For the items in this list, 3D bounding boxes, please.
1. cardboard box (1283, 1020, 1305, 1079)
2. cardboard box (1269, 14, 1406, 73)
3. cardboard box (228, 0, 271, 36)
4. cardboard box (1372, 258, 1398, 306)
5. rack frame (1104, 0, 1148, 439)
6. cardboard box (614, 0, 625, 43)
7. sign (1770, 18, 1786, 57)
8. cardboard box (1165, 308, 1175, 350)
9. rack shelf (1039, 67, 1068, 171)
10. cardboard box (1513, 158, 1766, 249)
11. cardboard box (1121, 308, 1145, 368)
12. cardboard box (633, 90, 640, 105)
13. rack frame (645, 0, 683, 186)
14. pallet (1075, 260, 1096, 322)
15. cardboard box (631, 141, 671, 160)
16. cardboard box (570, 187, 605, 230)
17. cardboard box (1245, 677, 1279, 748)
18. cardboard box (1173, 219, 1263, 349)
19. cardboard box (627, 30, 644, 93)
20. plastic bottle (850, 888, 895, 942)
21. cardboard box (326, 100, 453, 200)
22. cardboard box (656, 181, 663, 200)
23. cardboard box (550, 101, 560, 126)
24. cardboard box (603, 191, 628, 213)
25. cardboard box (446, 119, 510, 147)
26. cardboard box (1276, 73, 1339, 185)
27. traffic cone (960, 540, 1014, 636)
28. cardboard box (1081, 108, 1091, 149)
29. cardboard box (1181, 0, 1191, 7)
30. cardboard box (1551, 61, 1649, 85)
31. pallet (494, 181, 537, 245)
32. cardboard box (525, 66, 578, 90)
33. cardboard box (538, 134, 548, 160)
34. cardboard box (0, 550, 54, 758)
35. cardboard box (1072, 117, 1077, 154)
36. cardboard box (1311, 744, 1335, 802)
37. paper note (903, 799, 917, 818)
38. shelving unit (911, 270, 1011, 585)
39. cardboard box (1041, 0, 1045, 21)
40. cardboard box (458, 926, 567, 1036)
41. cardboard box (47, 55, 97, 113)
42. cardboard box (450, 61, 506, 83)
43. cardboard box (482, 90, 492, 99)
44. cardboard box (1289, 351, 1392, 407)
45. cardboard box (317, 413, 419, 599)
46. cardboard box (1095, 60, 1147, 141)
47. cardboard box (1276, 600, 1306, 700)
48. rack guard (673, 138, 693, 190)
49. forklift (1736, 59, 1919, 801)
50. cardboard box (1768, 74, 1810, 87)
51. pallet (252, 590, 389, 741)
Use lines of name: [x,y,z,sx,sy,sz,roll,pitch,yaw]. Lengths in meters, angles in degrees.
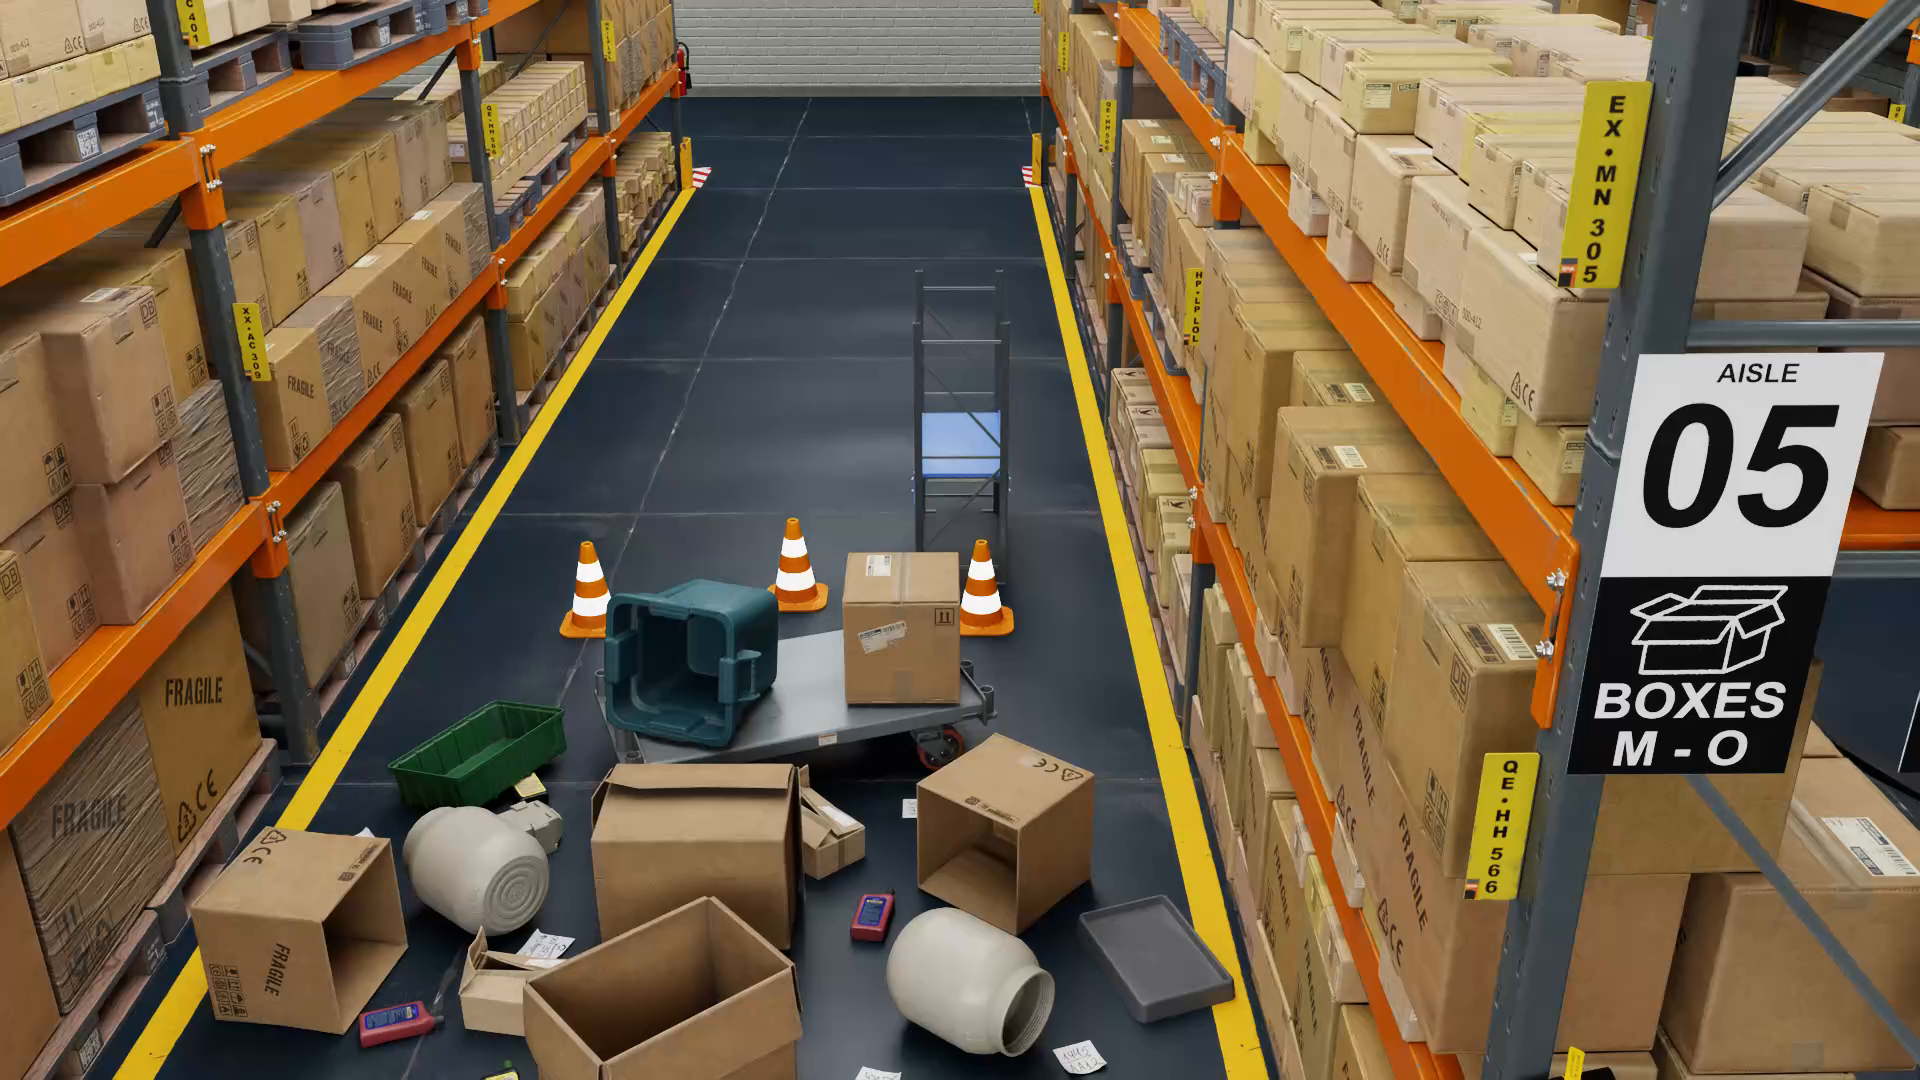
cardboard box: [1.296,1.734,5.102,0.500,0.250,0.500,0,24,0]
cardboard box: [1.207,-1.590,5.323,0.380,0.149,0.250,0,24,-1]
cardboard box: [-3.184,-2.284,7.193,0.250,0.149,0.380,0,24,-1]
cardboard box: [1.302,-0.707,4.339,0.380,0.149,0.250,-1,24,-2]
rack frame: [1.484,-2.078,10.705,1.000,3.000,0.127,0,24,-1]
cardboard box: [-3.290,-4.700,14.806,0.500,0.500,0.500,-1,24,-2]
sign: [6.959,-4.282,14.172,0.100,0.325,0.005,0,24,-1]
cardboard box: [1.216,-1.037,8.199,0.380,0.149,0.250,0,24,0]
rack shelf: [1.419,-4.223,16.320,1.077,0.370,4.000,0,24,-1]
cardboard box: [1.308,-0.642,3.226,0.380,0.149,0.250,0,24,0]
cardboard box: [1.560,-1.586,11.686,0.875,0.875,0.875,0,24,-1]
cardboard box: [-3.247,-4.209,15.720,0.380,0.149,0.250,1,24,2]
rack frame: [-3.552,-5.311,17.852,1.000,3.000,0.127,0,24,-1]
pallet: [1.524,-2.138,14.222,1.003,0.211,1.213,0,24,-1]
cardboard box: [-3.217,-4.047,17.287,0.380,0.149,0.250,-1,24,-2]
cardboard box: [-3.247,-2.751,13.806,0.500,0.250,0.500,-1,24,-2]
cardboard box: [1.219,0.613,5.884,0.380,0.149,0.250,1,24,2]
cardboard box: [1.287,-1.196,7.762,0.500,0.500,0.500,0,24,0]
cardboard box: [-3.244,-4.460,15.490,0.500,0.500,0.500,-1,24,-2]
plastic bottle: [-0.333,1.449,6.472,0.133,0.061,0.283,4,25,9]
cardboard box: [-3.470,-2.330,9.928,0.700,0.500,0.500,0,24,-1]
cardboard box: [-3.235,-3.566,16.944,0.380,0.149,0.250,-1,24,-3]
cardboard box: [-3.294,-3.281,12.799,0.380,0.149,0.250,-1,24,-3]
cardboard box: [-3.248,-3.083,15.154,0.380,0.149,0.250,1,24,2]
cardboard box: [-3.280,-2.765,11.298,0.380,0.149,0.250,0,24,-1]
cardboard box: [1.266,-1.262,5.082,0.500,0.250,0.500,0,24,0]
traffic cone: [0.114,0.221,8.699,0.336,0.463,0.334,0,24,-1]
cardboard box: [1.184,-3.072,12.478,0.500,0.250,0.500,-1,24,-2]
cardboard box: [1.529,-2.864,8.676,0.797,0.503,0.637,0,24,-1]
cardboard box: [1.786,-1.172,4.398,0.380,0.149,0.250,0,24,1]
pallet: [-3.579,-2.220,11.251,1.213,0.211,1.003,0,24,-1]
cardboard box: [-3.305,-3.735,13.442,0.380,0.149,0.250,-1,24,-2]
cardboard box: [-3.285,-2.930,12.384,0.380,0.149,0.250,-1,24,-2]
cardboard box: [-3.382,0.385,5.076,0.875,0.550,0.500,0,24,-1]
cardboard box: [1.189,-3.262,13.505,0.500,0.250,0.500,-1,24,-2]
cardboard box: [1.269,0.653,4.971,0.380,0.149,0.250,-1,24,-1]
paper note: [-0.172,1.149,7.172,0.148,0.019,0.142,0,24,-1]
shelving unit: [0.001,-0.648,9.363,0.538,1.500,1.048,0,24,-1]
cardboard box: [1.117,-5.677,17.327,0.500,0.500,0.500,-1,24,-2]
cardboard box: [-1.560,1.580,5.935,0.396,0.266,0.258,4,25,9]
cardboard box: [-3.090,-1.496,5.452,0.380,0.149,0.250,0,24,0]
cardboard box: [-3.964,-3.846,13.687,0.380,0.149,0.250,1,24,2]
cardboard box: [-3.956,-3.497,13.277,0.380,0.149,0.250,0,24,1]
cardboard box: [1.375,-0.252,4.972,0.700,0.500,0.500,0,24,-1]
cardboard box: [-3.524,-0.185,8.740,1.050,0.750,0.750,0,24,-1]
cardboard box: [1.203,-3.003,11.414,0.500,0.500,0.500,0,24,0]
cardboard box: [1.301,0.193,5.200,0.500,0.500,0.500,0,24,0]
rack guard: [-3.551,-4.141,18.298,1.175,0.500,0.348,0,24,-1]
forklift: [3.264,-0.531,7.367,1.130,2.935,3.031,-9,26,-19]
cardboard box: [6.200,-3.250,12.665,0.700,0.500,0.500,0,24,-1]
pallet: [-3.505,0.587,8.196,1.003,0.211,1.213,0,24,-1]
